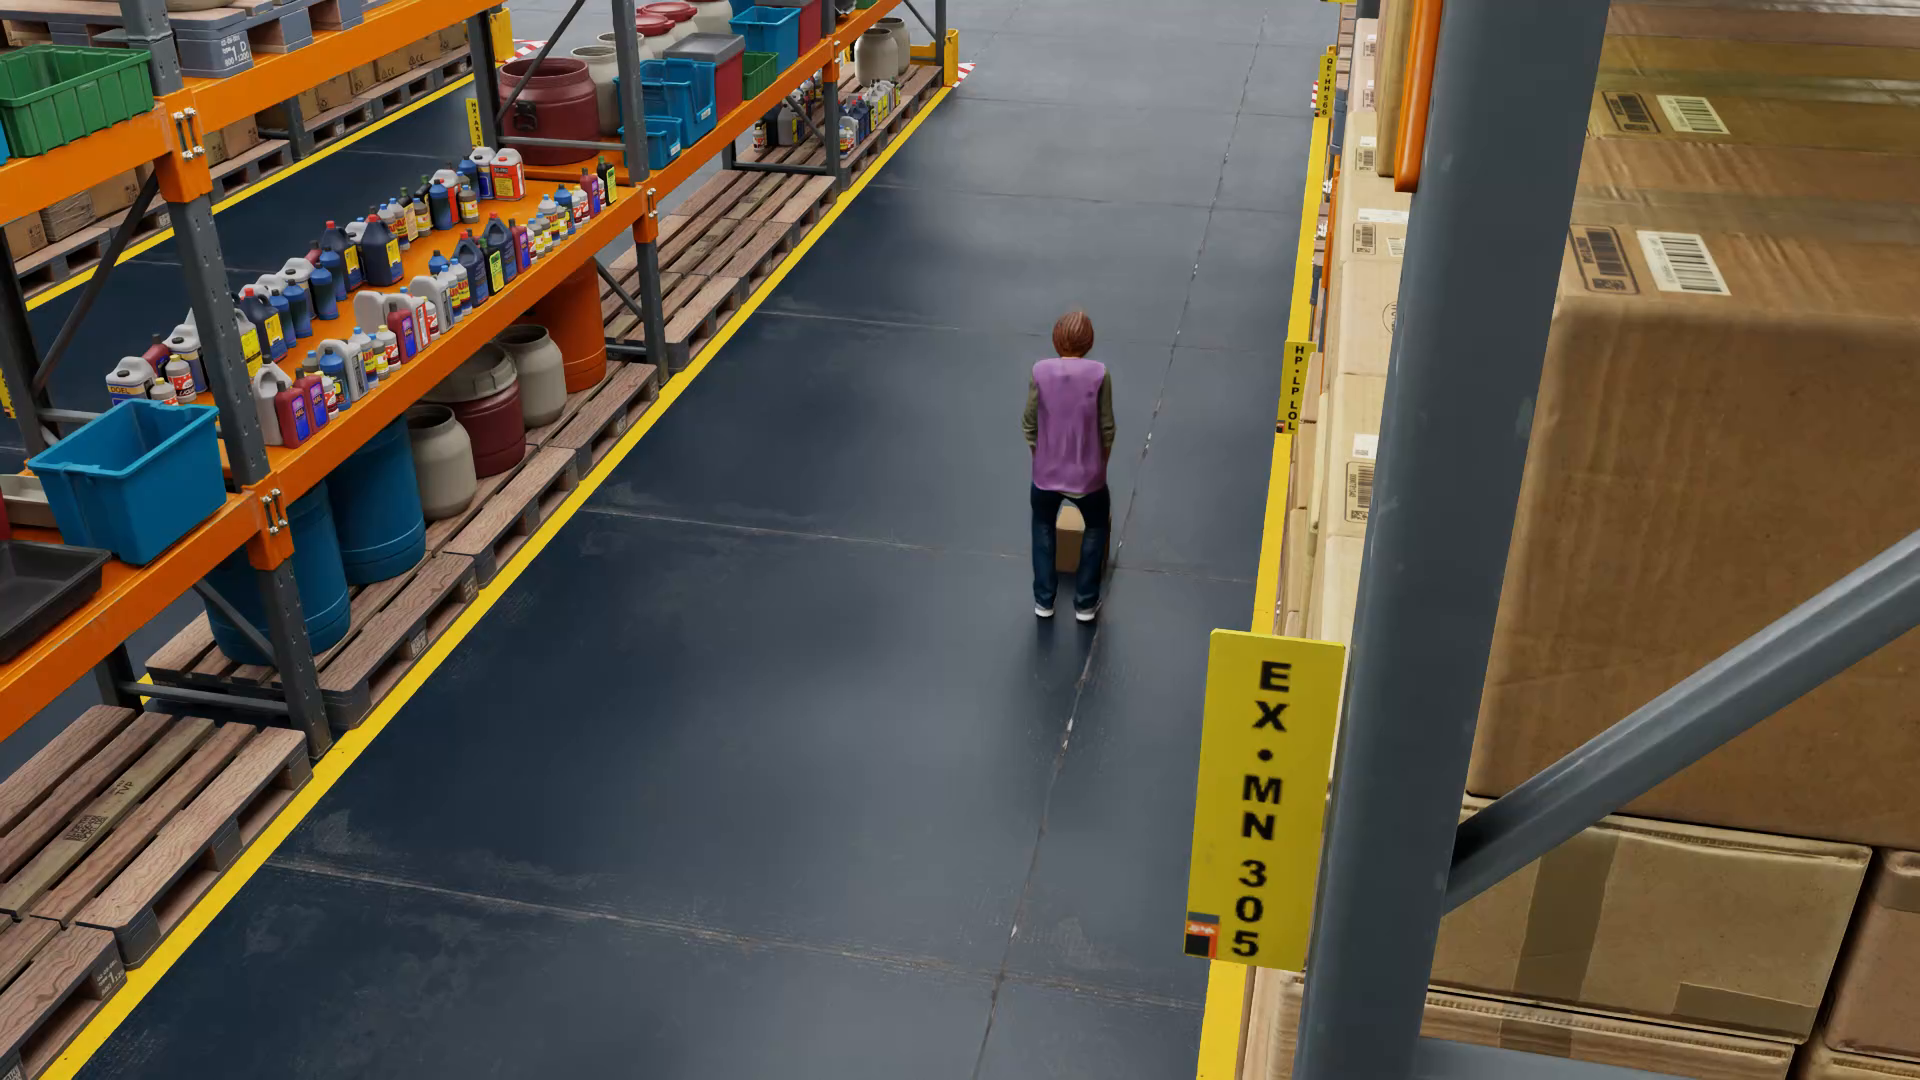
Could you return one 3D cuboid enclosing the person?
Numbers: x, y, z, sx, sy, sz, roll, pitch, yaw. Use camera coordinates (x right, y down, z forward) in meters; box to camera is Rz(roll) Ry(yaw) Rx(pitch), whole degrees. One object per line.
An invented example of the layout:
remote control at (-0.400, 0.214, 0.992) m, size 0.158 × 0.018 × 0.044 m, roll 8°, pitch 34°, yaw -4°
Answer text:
person at (0.487, -0.214, 7.833) m, size 0.444 × 1.302 × 0.362 m, roll 7°, pitch 30°, yaw 12°
